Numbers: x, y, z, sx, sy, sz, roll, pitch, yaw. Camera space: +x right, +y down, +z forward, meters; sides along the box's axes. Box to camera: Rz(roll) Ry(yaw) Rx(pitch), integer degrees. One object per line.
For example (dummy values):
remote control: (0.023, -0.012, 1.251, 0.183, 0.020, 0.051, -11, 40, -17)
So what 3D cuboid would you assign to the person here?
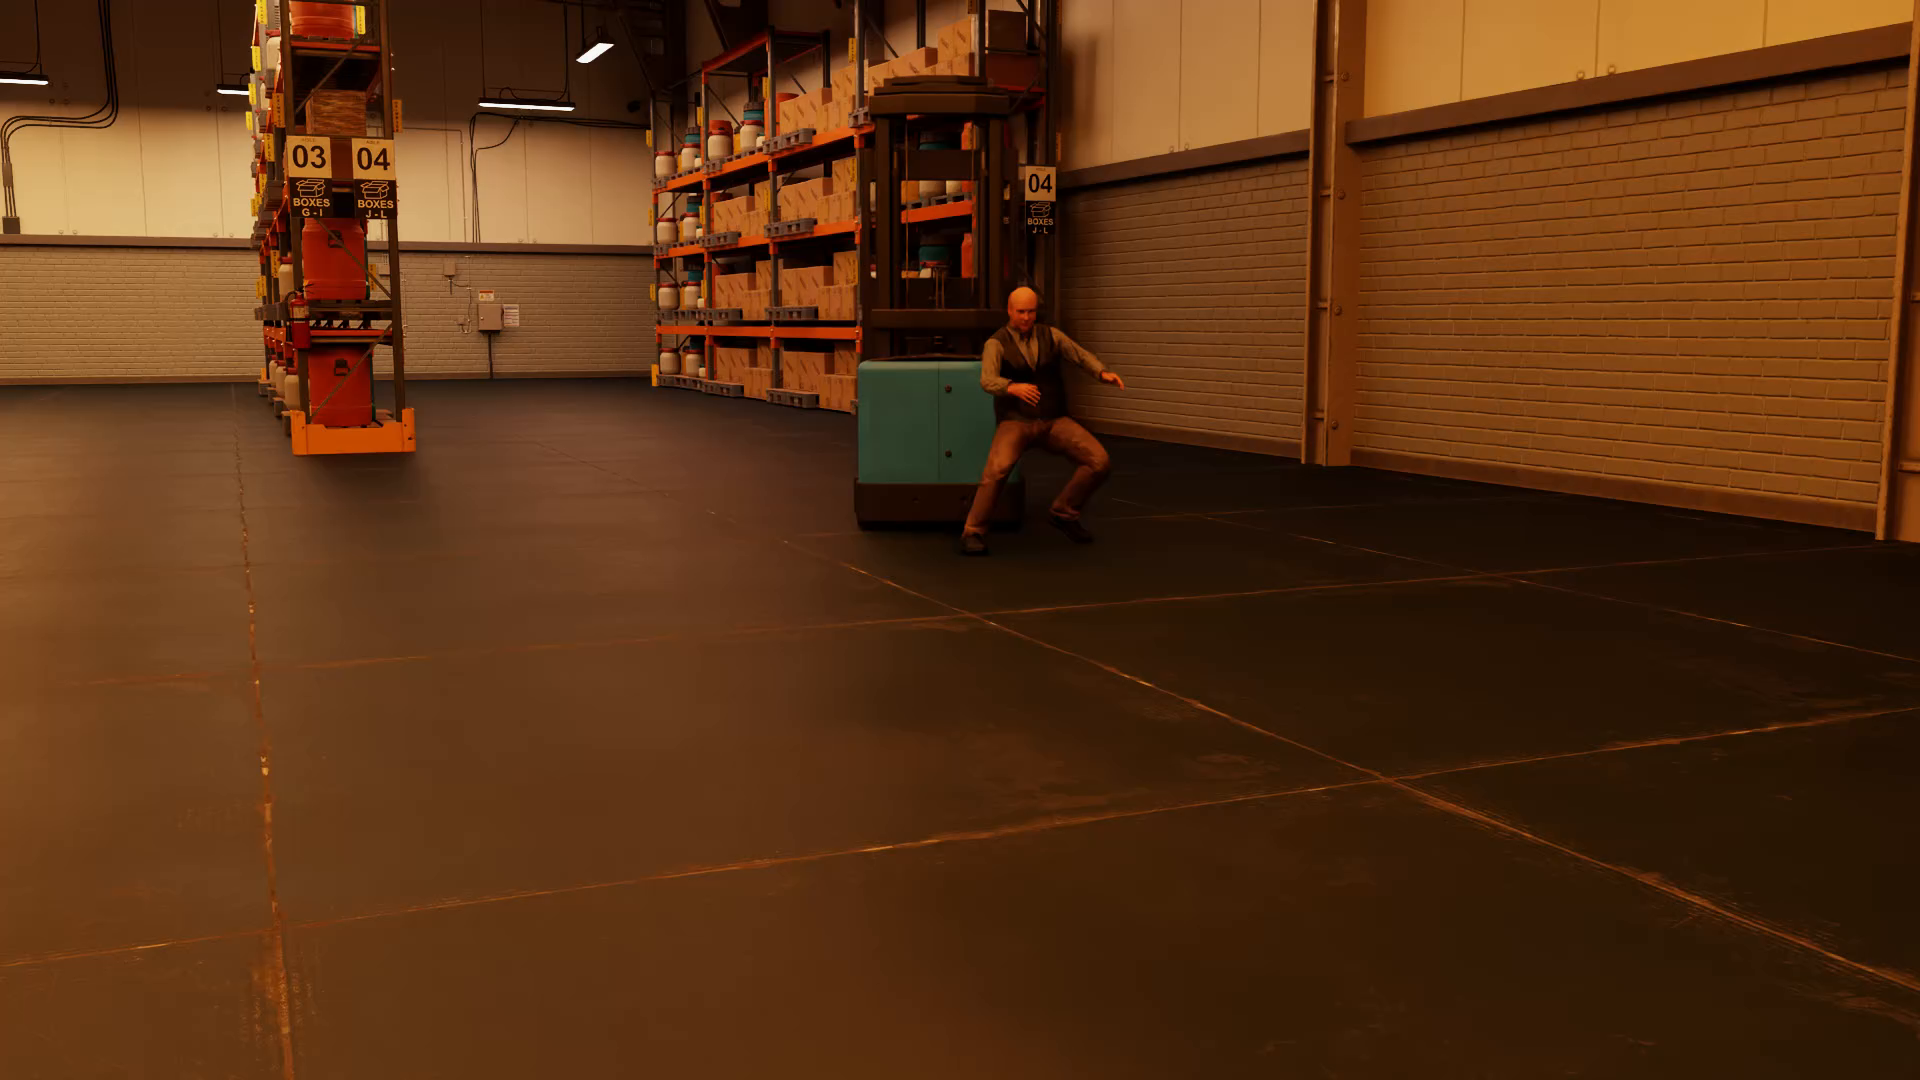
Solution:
person: (0.440, -0.709, 9.720, 0.946, 1.526, 0.720, -2, 8, -13)

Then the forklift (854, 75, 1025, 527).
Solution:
forklift: (-0.140, -1.695, 11.799, 1.130, 2.935, 3.031, 0, 8, 0)
